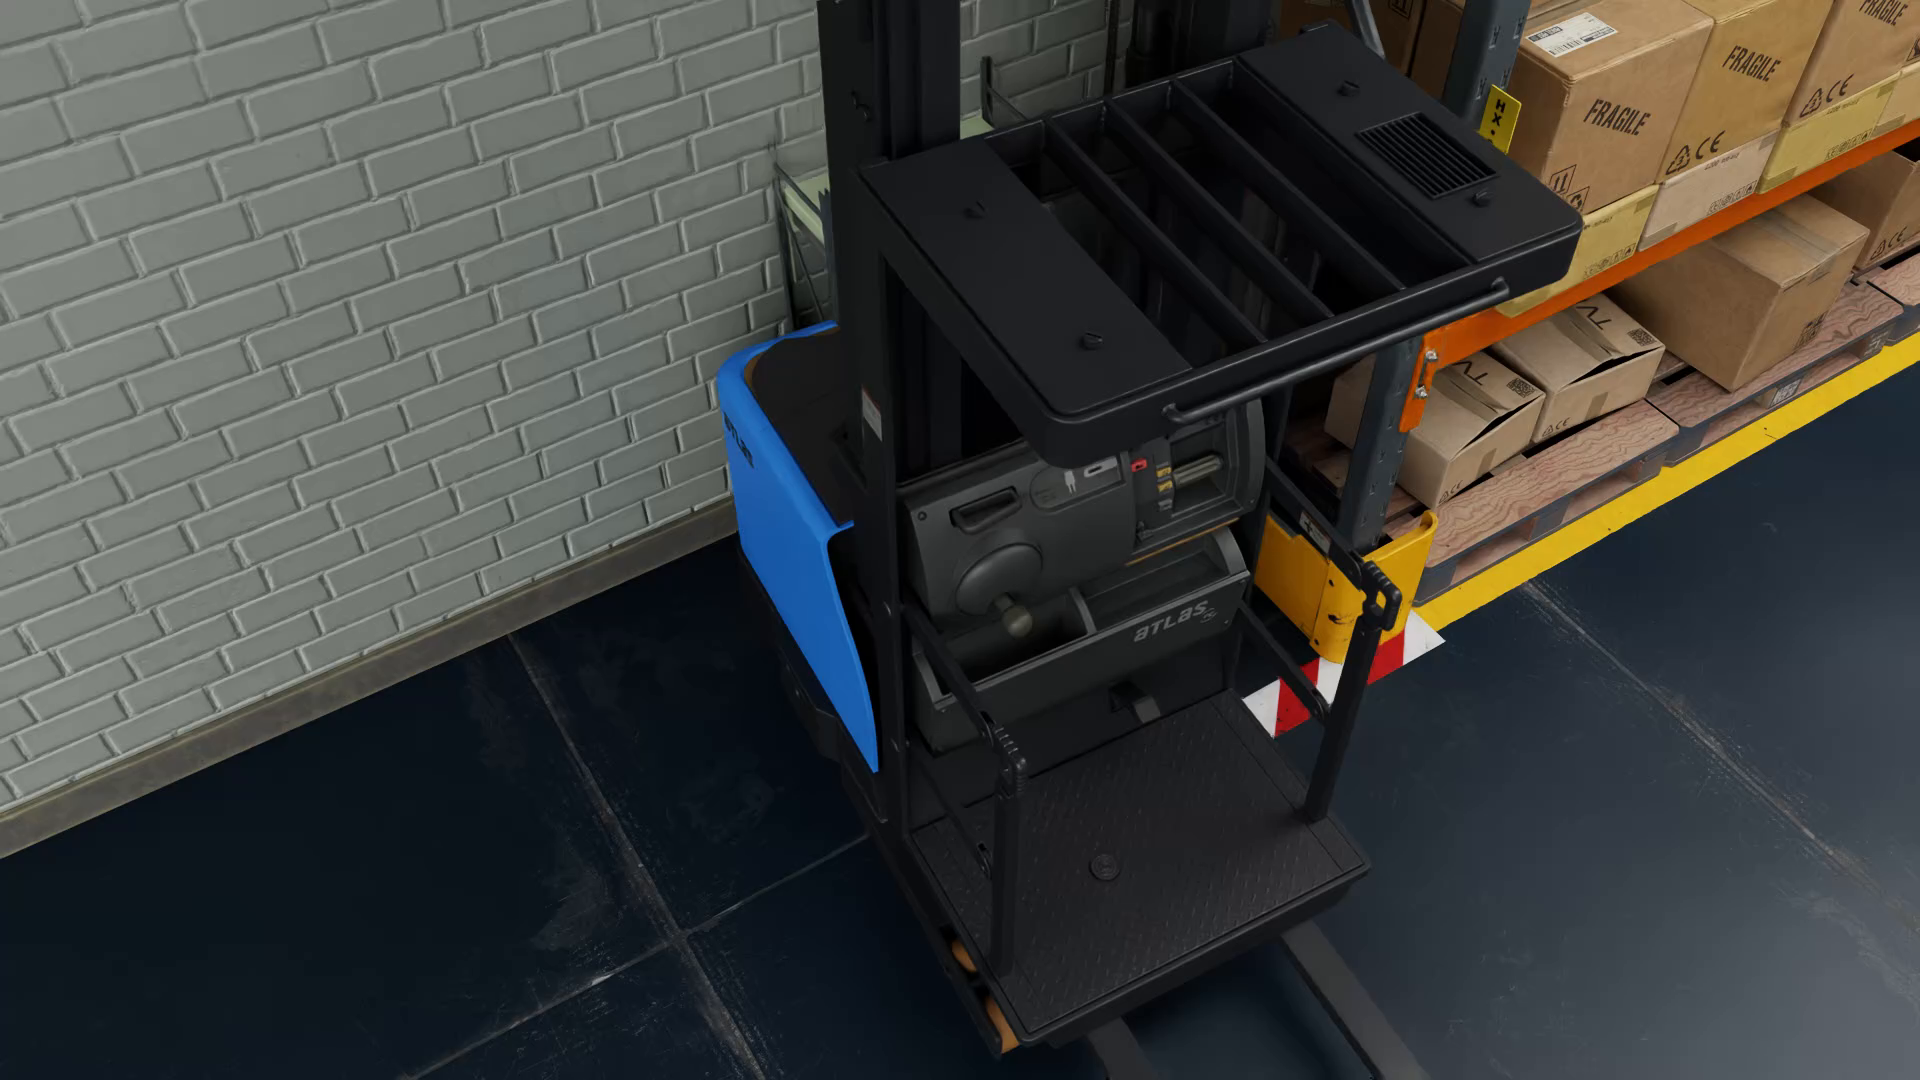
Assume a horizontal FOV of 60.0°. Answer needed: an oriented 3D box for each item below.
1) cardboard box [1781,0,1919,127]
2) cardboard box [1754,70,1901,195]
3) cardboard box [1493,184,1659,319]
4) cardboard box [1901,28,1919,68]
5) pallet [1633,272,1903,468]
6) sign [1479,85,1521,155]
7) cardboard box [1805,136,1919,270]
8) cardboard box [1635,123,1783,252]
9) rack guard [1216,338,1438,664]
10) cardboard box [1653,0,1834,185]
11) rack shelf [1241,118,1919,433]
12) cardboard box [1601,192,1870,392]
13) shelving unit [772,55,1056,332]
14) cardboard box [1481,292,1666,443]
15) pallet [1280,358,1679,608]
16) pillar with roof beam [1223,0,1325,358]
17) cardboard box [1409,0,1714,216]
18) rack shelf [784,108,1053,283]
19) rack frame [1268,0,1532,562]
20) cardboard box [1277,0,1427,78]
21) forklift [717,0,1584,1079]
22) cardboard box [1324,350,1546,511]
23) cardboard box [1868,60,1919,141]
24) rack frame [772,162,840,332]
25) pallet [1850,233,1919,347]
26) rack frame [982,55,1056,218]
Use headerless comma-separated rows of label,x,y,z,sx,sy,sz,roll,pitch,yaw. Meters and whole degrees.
cardboard box,2.408,-1.585,4.737,0.500,0.500,0.500,-27,54,-22
cardboard box,2.427,-1.351,5.032,0.500,0.250,0.500,-26,53,-21
cardboard box,1.562,-0.936,4.662,0.500,0.250,0.500,-27,54,-22
cardboard box,2.838,-1.798,4.927,0.500,0.500,0.500,-24,52,-20
pallet,2.781,-0.873,6.386,1.213,0.211,1.003,-25,53,-21
sign,1.269,-0.931,3.991,0.005,0.325,0.100,-25,53,-21
cardboard box,3.506,-1.456,6.417,0.500,0.500,0.500,-29,54,-23
cardboard box,1.993,-1.152,4.854,0.500,0.250,0.500,-27,54,-22
rack guard,1.044,-0.184,5.580,0.348,0.500,1.175,-25,53,-21
cardboard box,1.967,-1.383,4.558,0.500,0.500,0.500,-25,53,-21
rack shelf,2.671,-1.543,5.597,4.000,0.370,1.077,-25,53,-21
cardboard box,2.742,-1.007,6.018,0.500,0.500,0.700,-28,54,-23
shelving unit,-0.118,-0.688,5.332,0.755,1.500,0.431,-24,50,-19
cardboard box,2.095,-0.684,5.856,0.500,0.311,0.500,-21,52,-18
pallet,1.750,-0.390,5.956,1.213,0.211,1.003,-25,53,-21
pillar with roof beam,3.407,-1.087,0.692,0.400,9.000,9.100,-25,53,-21
cardboard box,1.544,-1.192,4.388,0.500,0.500,0.500,-25,53,-21
rack shelf,-0.133,-0.958,5.051,0.720,0.370,0.431,-24,50,-19
rack frame,0.980,-0.986,4.619,0.127,3.000,1.000,-25,53,-21
cardboard box,1.265,-1.514,4.674,0.500,0.500,0.500,-26,53,-21
forklift,0.418,0.018,3.771,1.130,2.935,3.031,-22,52,-18
cardboard box,1.613,-0.456,5.654,0.500,0.311,0.500,-31,55,-25
cardboard box,2.856,-1.551,5.210,0.500,0.250,0.500,-25,53,-20
rack frame,-0.434,-0.547,5.214,0.023,1.500,0.400,-24,50,-19
pallet,3.814,-1.362,6.822,1.213,0.211,1.003,-25,53,-21
rack frame,0.198,-0.830,5.451,0.023,1.500,0.400,-24,50,-19
